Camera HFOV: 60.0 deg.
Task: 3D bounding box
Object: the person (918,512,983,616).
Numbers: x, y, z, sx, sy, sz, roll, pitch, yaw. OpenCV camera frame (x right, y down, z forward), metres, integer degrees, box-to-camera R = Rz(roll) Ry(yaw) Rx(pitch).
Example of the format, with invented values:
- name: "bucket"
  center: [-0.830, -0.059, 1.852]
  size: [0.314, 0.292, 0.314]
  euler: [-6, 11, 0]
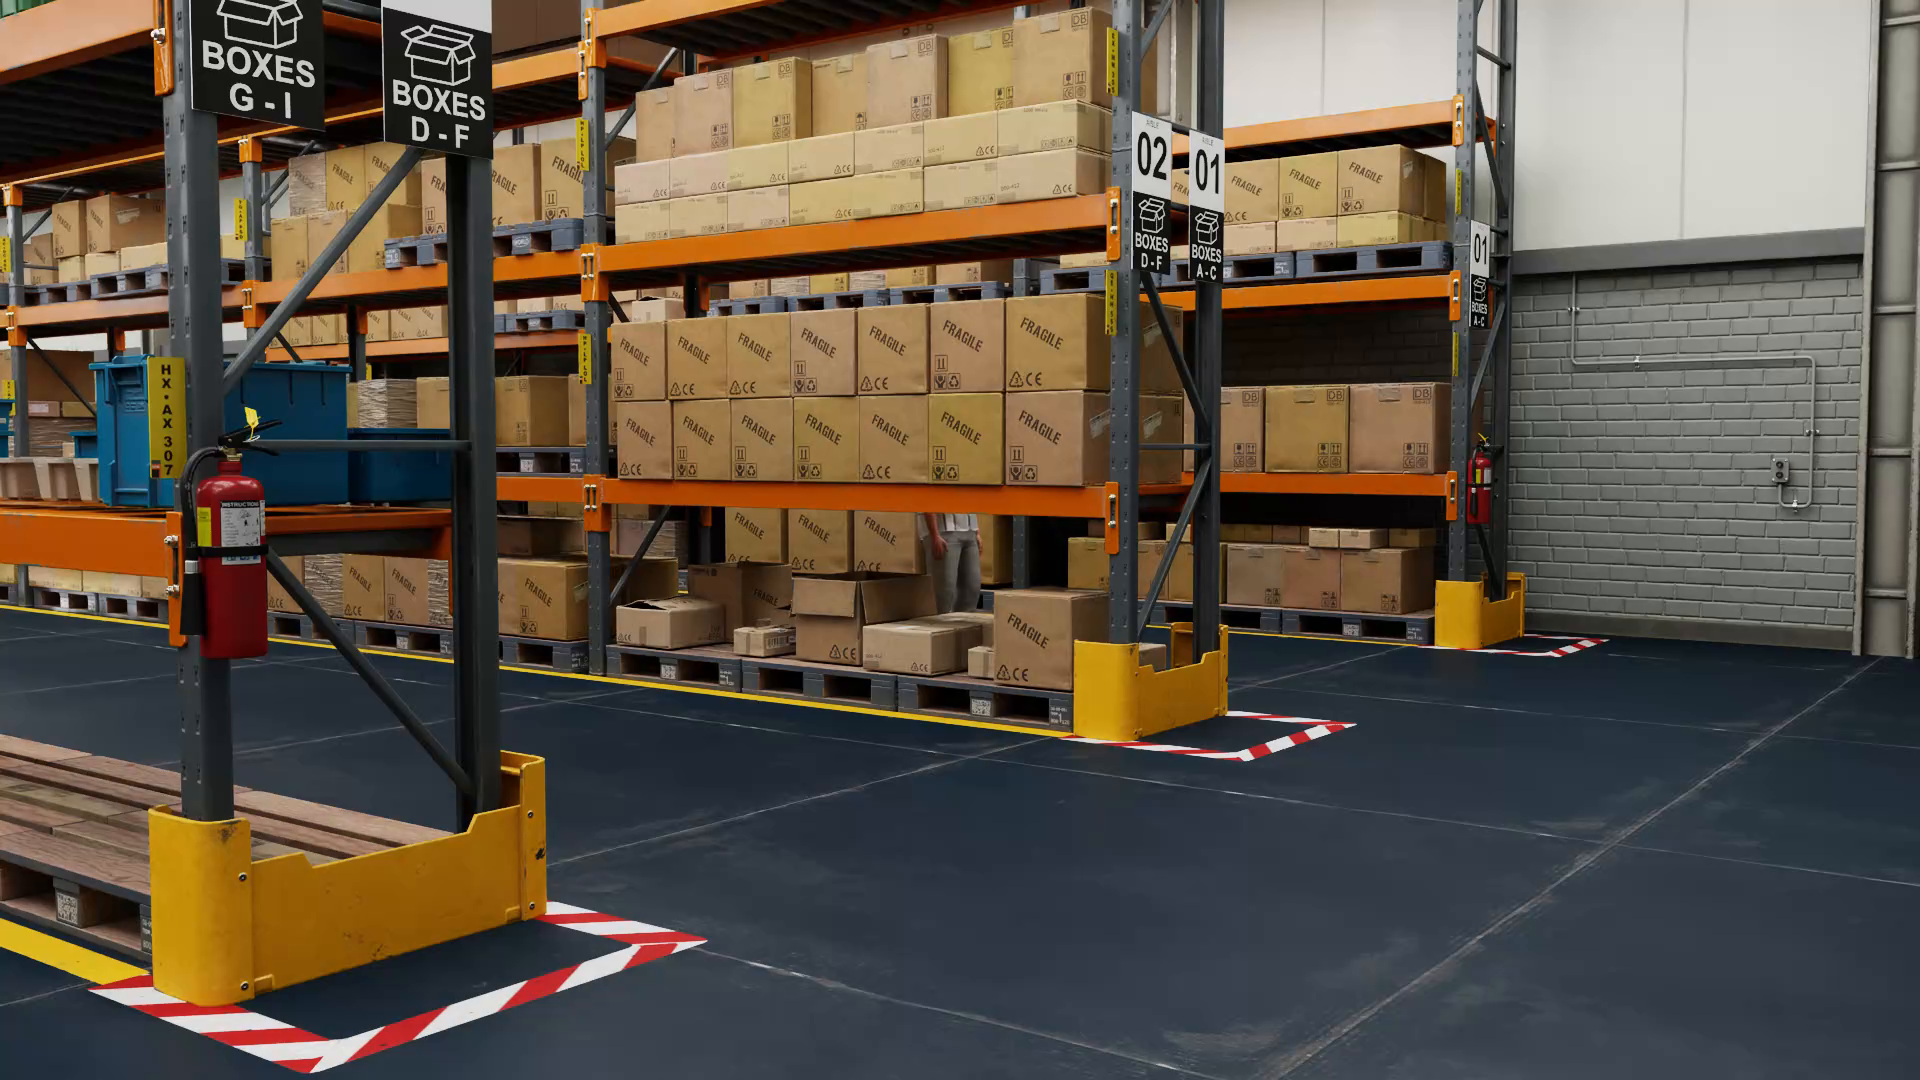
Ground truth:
- name: "person"
  center: [-0.055, -0.021, 11.722]
  size: [0.437, 1.747, 0.604]
  euler: [2, 4, 36]
